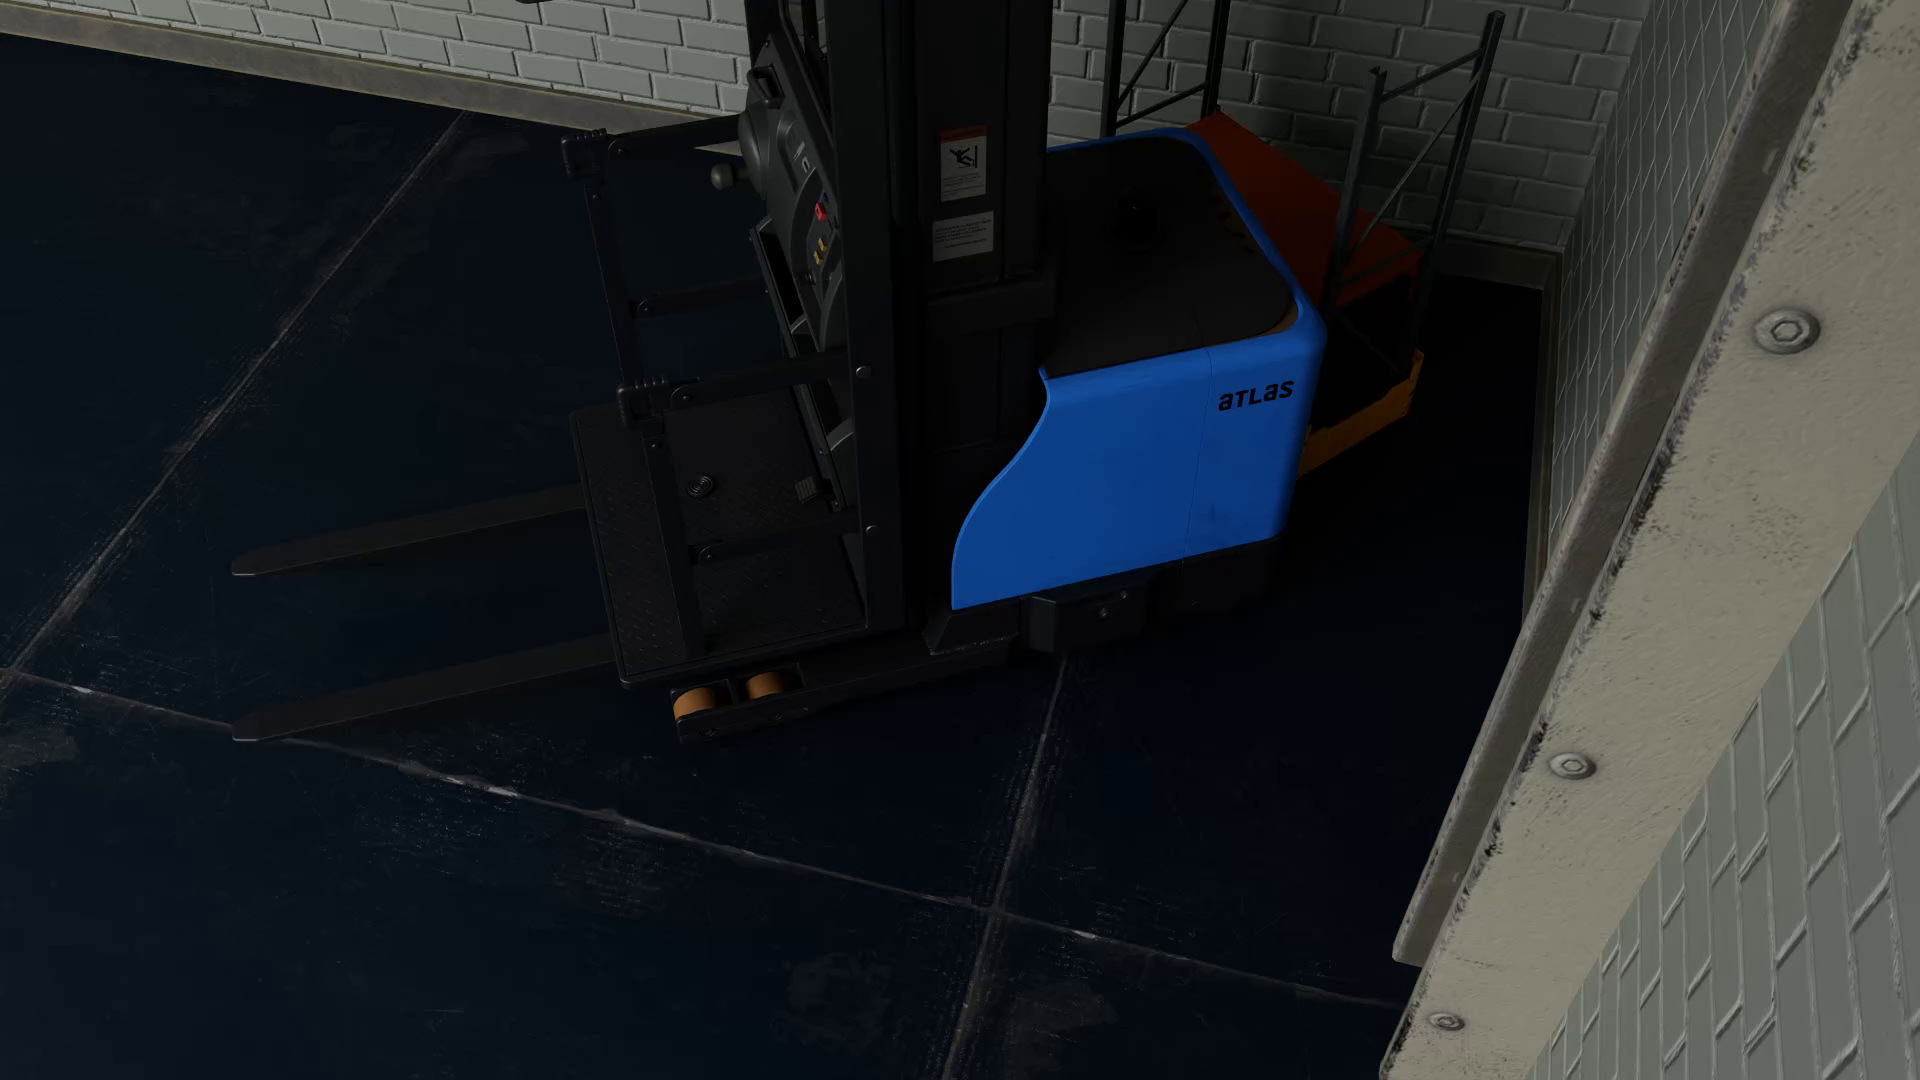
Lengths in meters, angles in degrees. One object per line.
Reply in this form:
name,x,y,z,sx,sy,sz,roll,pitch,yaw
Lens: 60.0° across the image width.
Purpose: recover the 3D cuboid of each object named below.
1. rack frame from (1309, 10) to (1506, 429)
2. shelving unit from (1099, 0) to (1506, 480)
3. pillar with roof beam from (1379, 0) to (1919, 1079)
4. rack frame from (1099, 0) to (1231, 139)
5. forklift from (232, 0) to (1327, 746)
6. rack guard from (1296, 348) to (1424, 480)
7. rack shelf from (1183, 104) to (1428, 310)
rack frame,1.270,-0.826,4.979,0.500,1.500,0.032,-29,55,-23
shelving unit,0.974,-1.127,5.245,0.587,1.500,1.083,-29,55,-23
pillar with roof beam,-2.926,-2.612,1.553,9.100,9.000,0.400,12,50,10
rack frame,0.667,-1.440,5.520,0.500,1.500,0.032,-29,55,-23
forklift,-0.598,-0.839,4.036,3.031,2.935,1.130,-12,50,-11
rack guard,1.269,-0.413,5.448,0.587,0.250,0.087,-29,55,-23
rack shelf,0.969,-1.014,5.384,0.538,0.185,1.000,-29,55,-23
